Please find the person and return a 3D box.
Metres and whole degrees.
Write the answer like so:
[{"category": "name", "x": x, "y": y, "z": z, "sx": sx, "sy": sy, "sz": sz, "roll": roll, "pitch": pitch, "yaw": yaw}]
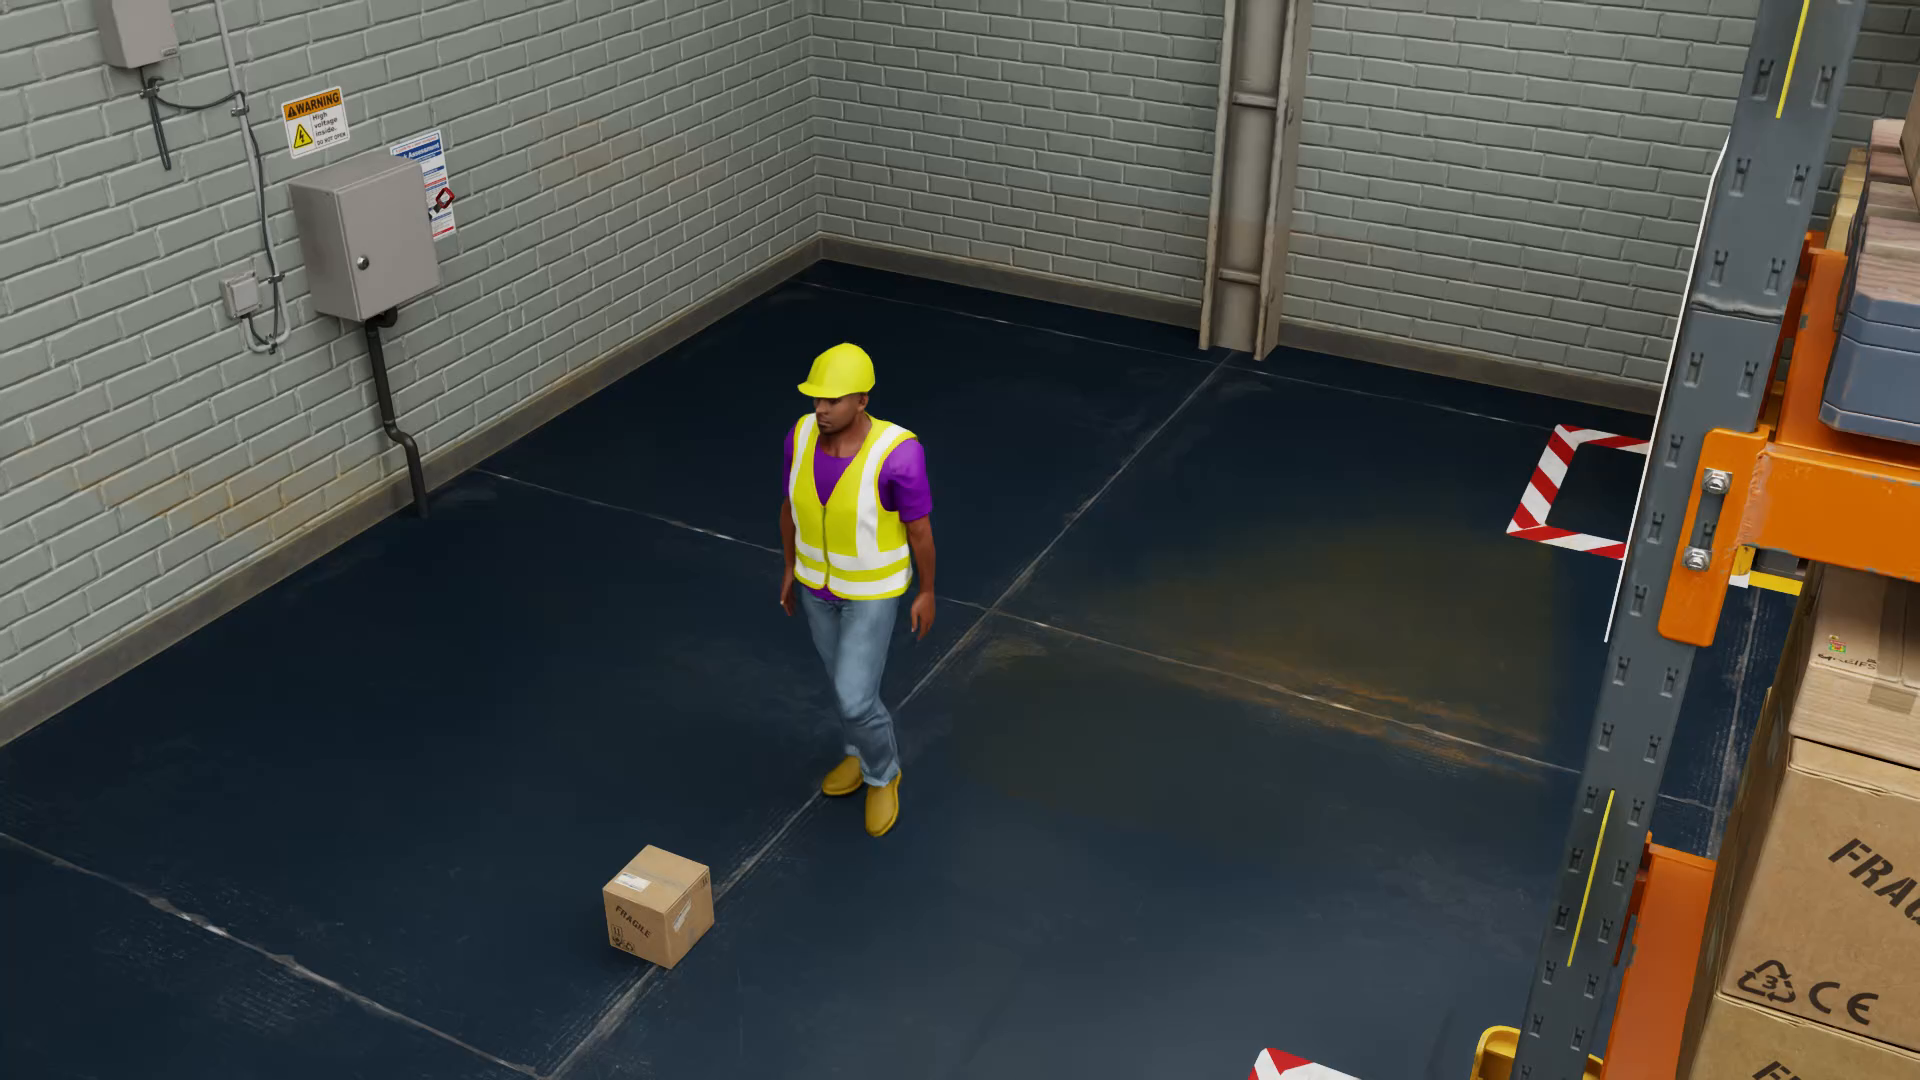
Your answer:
[{"category": "person", "x": -0.398, "y": 0.175, "z": 5.797, "sx": 0.590, "sy": 1.791, "sz": 0.445, "roll": 18, "pitch": 34, "yaw": 28}]
